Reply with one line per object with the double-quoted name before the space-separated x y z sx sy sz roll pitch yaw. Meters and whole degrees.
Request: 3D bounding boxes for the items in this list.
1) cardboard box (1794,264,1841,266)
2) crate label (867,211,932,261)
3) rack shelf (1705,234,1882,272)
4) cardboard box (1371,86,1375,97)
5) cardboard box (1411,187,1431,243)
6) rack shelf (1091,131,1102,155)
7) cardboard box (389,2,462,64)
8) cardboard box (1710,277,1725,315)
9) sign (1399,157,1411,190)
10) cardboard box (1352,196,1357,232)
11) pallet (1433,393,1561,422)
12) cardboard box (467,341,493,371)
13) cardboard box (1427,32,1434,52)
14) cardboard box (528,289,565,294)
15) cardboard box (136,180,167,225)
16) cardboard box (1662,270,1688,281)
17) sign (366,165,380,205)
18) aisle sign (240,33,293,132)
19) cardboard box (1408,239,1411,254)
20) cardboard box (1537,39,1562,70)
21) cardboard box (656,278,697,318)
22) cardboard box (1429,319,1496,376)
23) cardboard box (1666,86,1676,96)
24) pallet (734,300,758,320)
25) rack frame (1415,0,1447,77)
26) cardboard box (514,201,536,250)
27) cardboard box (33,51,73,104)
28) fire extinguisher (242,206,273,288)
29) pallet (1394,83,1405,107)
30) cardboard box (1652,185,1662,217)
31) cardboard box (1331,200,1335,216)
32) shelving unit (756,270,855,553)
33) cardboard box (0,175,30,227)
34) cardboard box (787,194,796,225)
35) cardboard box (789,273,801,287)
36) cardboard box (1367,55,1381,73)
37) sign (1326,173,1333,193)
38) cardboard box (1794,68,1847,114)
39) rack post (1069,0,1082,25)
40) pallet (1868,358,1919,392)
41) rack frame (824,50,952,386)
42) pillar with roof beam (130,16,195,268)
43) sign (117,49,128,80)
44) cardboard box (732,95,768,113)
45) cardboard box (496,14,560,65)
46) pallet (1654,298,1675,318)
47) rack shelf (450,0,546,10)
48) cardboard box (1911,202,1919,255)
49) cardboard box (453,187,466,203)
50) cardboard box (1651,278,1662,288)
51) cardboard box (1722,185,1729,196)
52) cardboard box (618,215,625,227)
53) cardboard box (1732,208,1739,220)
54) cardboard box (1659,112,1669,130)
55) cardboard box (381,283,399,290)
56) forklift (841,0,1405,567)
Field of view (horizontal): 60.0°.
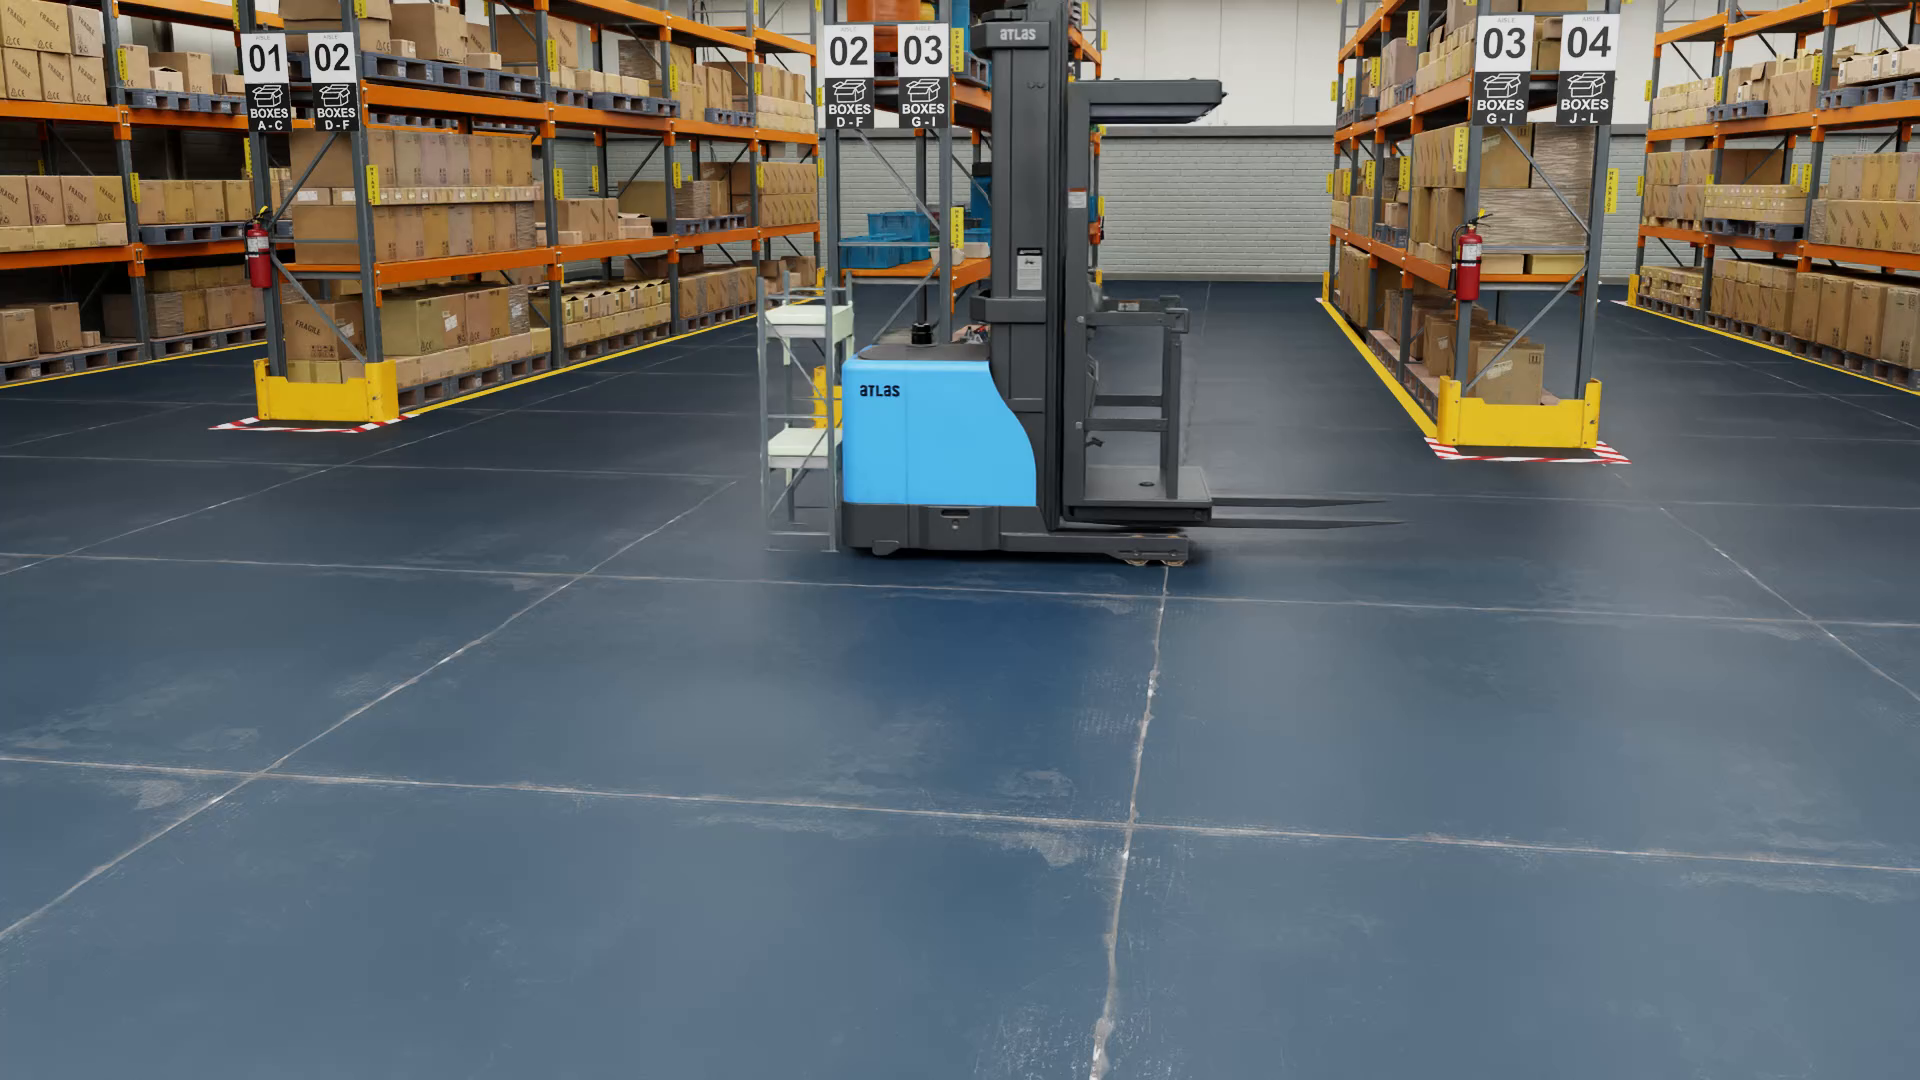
"cardboard box" 10.957 -3.384 21.234 0.500 0.250 0.500 2 12 9
"crate label" -0.549 -2.777 15.174 0.502 0.435 0.616 2 12 9
"rack shelf" 10.752 -3.755 21.506 1.077 0.370 4.000 2 12 9
"cardboard box" 5.917 -6.108 22.808 0.500 0.311 0.500 1 12 7
"cardboard box" 4.702 -3.039 15.533 0.875 0.500 0.500 2 12 9
"rack shelf" 1.588 -6.396 26.642 1.077 0.370 4.000 2 12 9
"cardboard box" -4.933 -4.655 15.285 0.500 0.500 0.500 2 12 9
"cardboard box" 10.684 -3.361 22.907 0.500 0.500 0.500 2 12 11
"sign" 4.395 -3.623 16.436 0.100 0.325 0.005 2 12 9
"cardboard box" 5.780 -4.562 23.302 0.500 0.500 0.500 2 12 9
"pallet" 4.501 -1.028 13.761 1.003 0.211 1.213 2 12 9
"cardboard box" -4.924 -1.807 16.286 0.500 0.250 0.500 2 12 9
"cardboard box" 5.258 -5.053 17.456 0.797 0.503 0.637 2 12 11
"cardboard box" -4.912 -2.803 19.577 0.500 0.311 0.500 2 12 8
"cardboard box" -9.627 -3.890 19.142 0.700 0.500 0.500 2 12 9
"cardboard box" 11.076 -4.086 25.690 0.380 0.149 0.250 2 12 10
"sign" -4.911 -2.971 13.918 0.100 0.325 0.005 2 12 9
"aisle sign" -5.759 -3.795 13.814 0.394 0.787 0.004 2 12 9
"cardboard box" 4.614 -2.882 16.342 0.380 0.149 0.250 2 12 9
"cardboard box" 4.659 -3.692 12.740 0.500 0.250 0.500 2 12 10
"cardboard box" -3.876 -3.273 22.448 0.500 0.500 0.500 2 12 11
"cardboard box" 4.763 -1.822 15.762 0.500 0.500 0.500 6 14 27
"cardboard box" 11.191 -6.971 25.823 0.380 0.149 0.250 2 12 9
"pallet" -3.701 -3.493 25.201 1.003 0.211 1.213 2 12 9
"rack frame" 4.944 -5.972 15.846 1.000 3.000 0.127 2 12 9
"cardboard box" -4.906 -3.318 17.531 0.700 0.500 0.500 2 12 7
"cardboard box" -9.663 -4.828 17.372 0.500 0.500 0.500 1 12 4
"fire extinguisher" -5.936 -2.481 14.071 0.296 0.674 0.183 2 12 9
"pallet" 5.301 -4.755 17.764 1.213 0.211 1.003 2 12 9
"cardboard box" 11.276 -5.353 26.271 0.500 0.500 0.500 2 12 9
"cardboard box" 6.449 -5.519 27.630 0.500 0.250 0.500 2 12 7
"shelving unit" -0.854 -0.746 9.394 0.431 1.500 0.755 1 12 5
"cardboard box" -9.745 -3.399 16.673 0.500 0.500 0.500 2 12 10
"cardboard box" -3.034 -5.490 27.608 0.500 0.500 0.500 2 12 8
"cardboard box" -3.014 -4.412 28.330 0.500 0.250 0.500 2 12 9
"cardboard box" 6.326 -7.037 24.652 0.500 0.250 0.500 1 12 5
"sign" 6.242 -6.019 28.059 0.100 0.325 0.005 2 12 9
"cardboard box" 10.282 -5.333 19.762 0.500 0.500 0.500 2 12 9
"rack post" 1.095 -7.128 22.396 0.937 0.300 0.954 3 13 15
"pallet" 9.874 -1.658 16.685 1.003 0.211 1.213 2 12 9
"rack frame" -0.565 -2.367 13.359 1.000 3.000 0.127 2 12 9
"pillar with roof beam" -5.925 -6.904 20.171 9.100 9.000 0.400 2 12 9
"sign" -9.202 -5.224 18.267 0.100 0.325 0.005 2 12 9
"cardboard box" -3.293 -6.757 25.778 0.500 0.250 0.500 2 12 9
"cardboard box" -4.710 -5.453 18.137 0.500 0.500 0.500 2 12 9
"pallet" 11.314 -3.556 25.492 1.003 0.211 1.213 2 12 9
"rack shelf" -5.151 -5.331 15.525 1.077 0.370 4.000 2 12 9
"cardboard box" 9.646 -3.024 16.168 0.500 0.500 0.500 2 12 8
"cardboard box" -4.948 -3.289 15.860 0.380 0.149 0.250 2 12 9
"cardboard box" 11.146 -4.053 26.246 0.380 0.149 0.250 2 12 10
"cardboard box" 10.425 -4.666 22.212 0.380 0.149 0.250 2 12 8
"cardboard box" -4.557 -3.971 21.009 0.500 0.311 0.500 2 12 8
"cardboard box" 10.349 -4.267 21.771 0.380 0.149 0.250 2 12 8
"cardboard box" 11.268 -6.554 26.022 0.500 0.250 0.500 2 12 10
"cardboard box" -8.740 -3.839 24.294 0.750 0.750 0.750 2 12 8
"forklift" 0.899 -1.408 9.070 3.031 2.935 1.130 1 12 5
